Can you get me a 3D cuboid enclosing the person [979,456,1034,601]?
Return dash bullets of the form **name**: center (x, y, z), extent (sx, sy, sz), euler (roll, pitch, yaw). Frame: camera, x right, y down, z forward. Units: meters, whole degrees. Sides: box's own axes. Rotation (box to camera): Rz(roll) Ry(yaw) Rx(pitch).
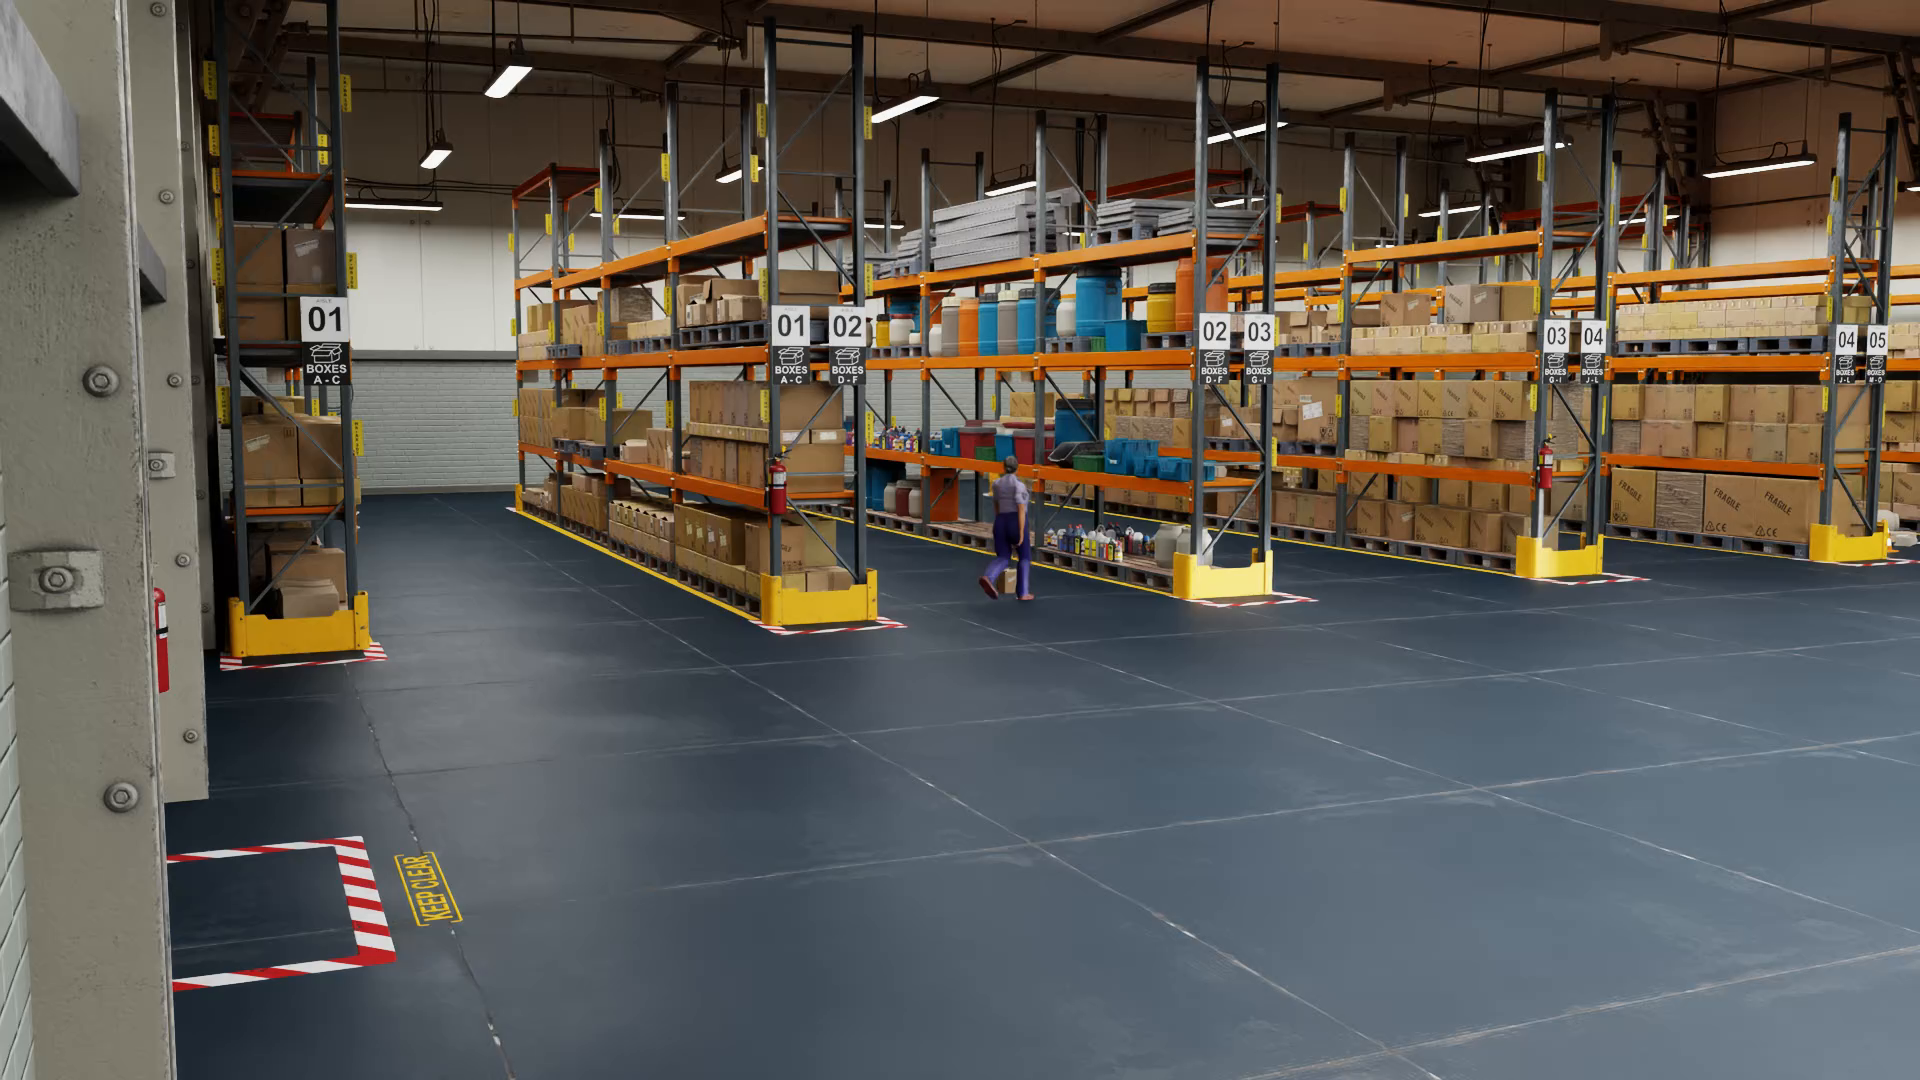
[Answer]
- **person**: center (0.537, -0.122, 18.352), extent (0.498, 1.617, 0.772), euler (4, 7, 37)
